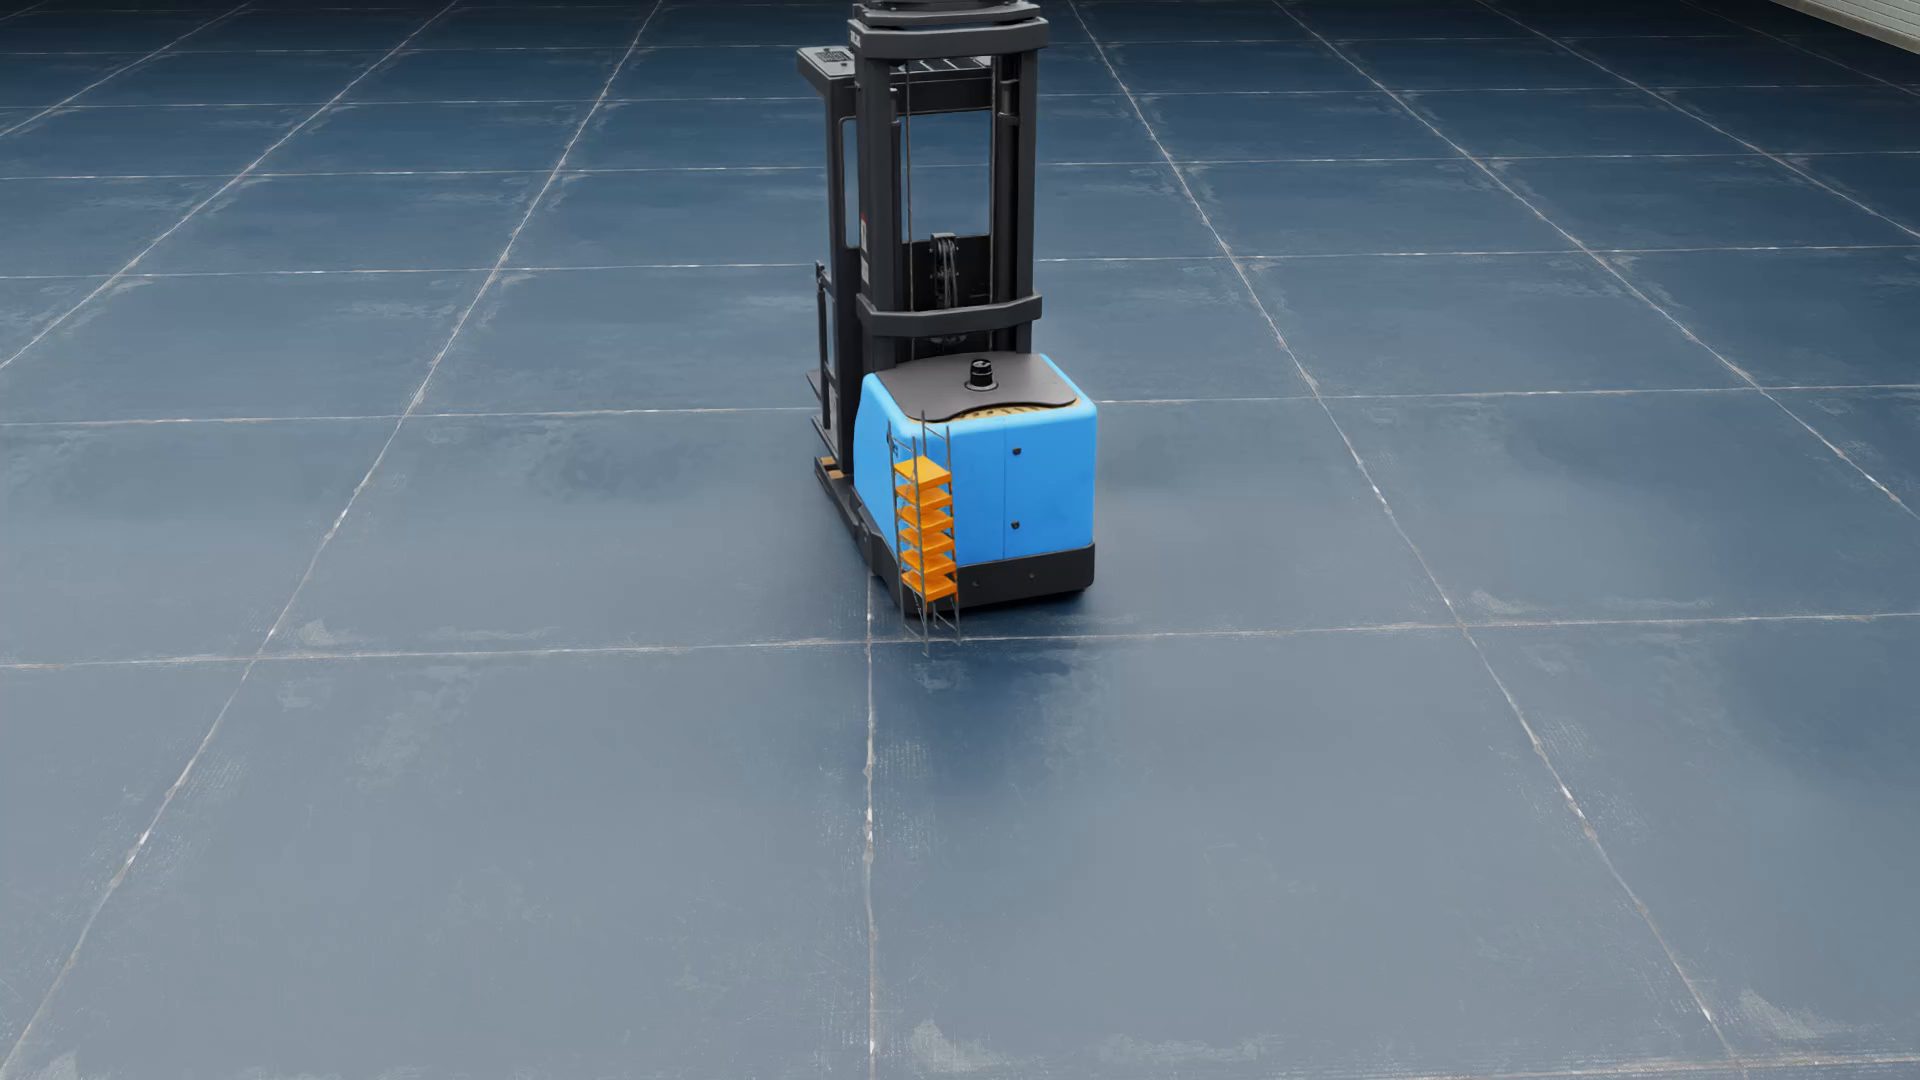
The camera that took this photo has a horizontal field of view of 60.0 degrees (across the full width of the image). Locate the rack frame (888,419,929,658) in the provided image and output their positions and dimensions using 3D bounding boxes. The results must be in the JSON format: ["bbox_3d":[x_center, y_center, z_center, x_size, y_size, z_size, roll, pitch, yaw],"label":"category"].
[{"bbox_3d":[-0.244,0.009,7.935,0.006,1.200,0.240,-19,33,-27],"label":"rack frame"}]

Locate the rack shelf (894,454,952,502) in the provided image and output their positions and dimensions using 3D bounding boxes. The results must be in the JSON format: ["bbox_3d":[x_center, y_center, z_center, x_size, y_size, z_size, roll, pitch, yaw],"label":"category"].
[{"bbox_3d":[-0.181,-0.293,7.823,0.180,0.103,0.258,-19,33,-27],"label":"rack shelf"}]

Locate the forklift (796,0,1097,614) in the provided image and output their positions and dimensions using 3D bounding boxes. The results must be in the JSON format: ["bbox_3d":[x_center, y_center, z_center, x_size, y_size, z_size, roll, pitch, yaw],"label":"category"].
[{"bbox_3d":[-0.229,-1.590,9.129,1.130,2.935,3.031,-8,29,-15],"label":"forklift"}]

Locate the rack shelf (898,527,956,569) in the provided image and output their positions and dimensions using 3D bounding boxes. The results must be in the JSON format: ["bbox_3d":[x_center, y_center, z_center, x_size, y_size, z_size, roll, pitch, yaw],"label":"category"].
[{"bbox_3d":[-0.165,0.021,7.999,0.180,0.103,0.258,-19,33,-27],"label":"rack shelf"}]

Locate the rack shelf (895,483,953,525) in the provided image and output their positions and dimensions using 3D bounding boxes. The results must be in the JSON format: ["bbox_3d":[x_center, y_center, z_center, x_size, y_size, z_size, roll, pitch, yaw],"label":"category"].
[{"bbox_3d":[-0.176,-0.188,7.882,0.180,0.103,0.258,-19,33,-27],"label":"rack shelf"}]

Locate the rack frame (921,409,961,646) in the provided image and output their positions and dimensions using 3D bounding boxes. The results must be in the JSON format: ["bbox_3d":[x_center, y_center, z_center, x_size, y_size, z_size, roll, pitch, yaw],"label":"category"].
[{"bbox_3d":[-0.091,-0.045,8.019,0.006,1.200,0.240,-19,33,-27],"label":"rack frame"}]

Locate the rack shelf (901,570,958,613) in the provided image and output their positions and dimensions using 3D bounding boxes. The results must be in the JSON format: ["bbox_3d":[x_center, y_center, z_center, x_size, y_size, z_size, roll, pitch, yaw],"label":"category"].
[{"bbox_3d":[-0.155,0.230,8.116,0.180,0.103,0.258,-19,33,-27],"label":"rack shelf"}]

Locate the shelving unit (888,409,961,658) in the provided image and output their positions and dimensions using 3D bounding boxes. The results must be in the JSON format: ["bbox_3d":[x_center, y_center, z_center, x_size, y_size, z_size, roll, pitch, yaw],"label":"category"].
[{"bbox_3d":[-0.167,-0.018,7.977,0.189,1.200,0.258,-19,33,-27],"label":"shelving unit"}]

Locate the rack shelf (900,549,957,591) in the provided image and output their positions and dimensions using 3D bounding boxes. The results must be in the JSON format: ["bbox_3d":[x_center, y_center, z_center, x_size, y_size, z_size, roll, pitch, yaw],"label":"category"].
[{"bbox_3d":[-0.160,0.126,8.057,0.180,0.103,0.258,-19,33,-27],"label":"rack shelf"}]

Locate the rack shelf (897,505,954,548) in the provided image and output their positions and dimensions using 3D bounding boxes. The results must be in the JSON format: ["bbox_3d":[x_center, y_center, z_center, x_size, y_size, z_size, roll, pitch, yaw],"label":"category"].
[{"bbox_3d":[-0.171,-0.084,7.940,0.180,0.103,0.258,-19,33,-27],"label":"rack shelf"}]
